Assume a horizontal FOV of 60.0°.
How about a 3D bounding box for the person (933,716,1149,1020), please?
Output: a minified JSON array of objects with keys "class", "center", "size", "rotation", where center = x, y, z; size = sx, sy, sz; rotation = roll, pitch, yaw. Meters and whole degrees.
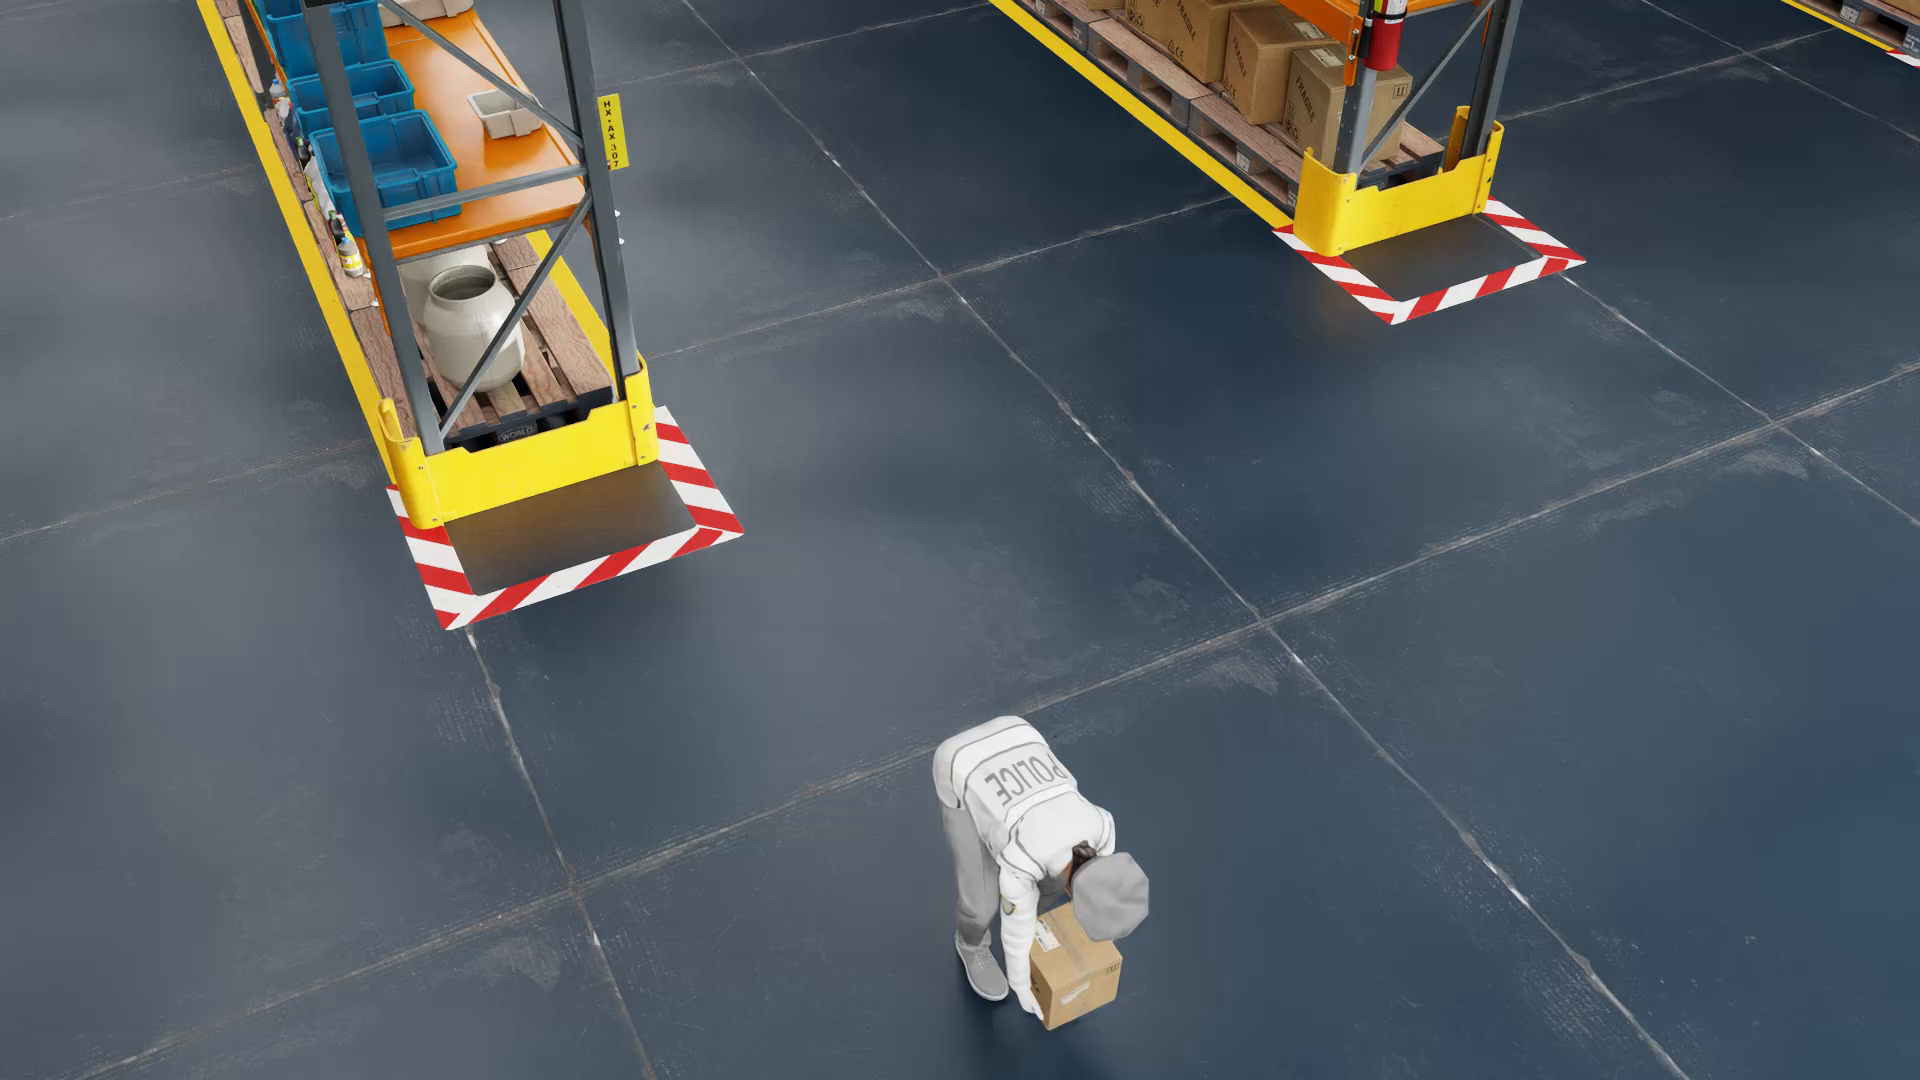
[{"class":"person","center":[0.250,1.135,5.300],"size":[0.405,1.106,0.926],"rotation":[-21,45,-22]}]
